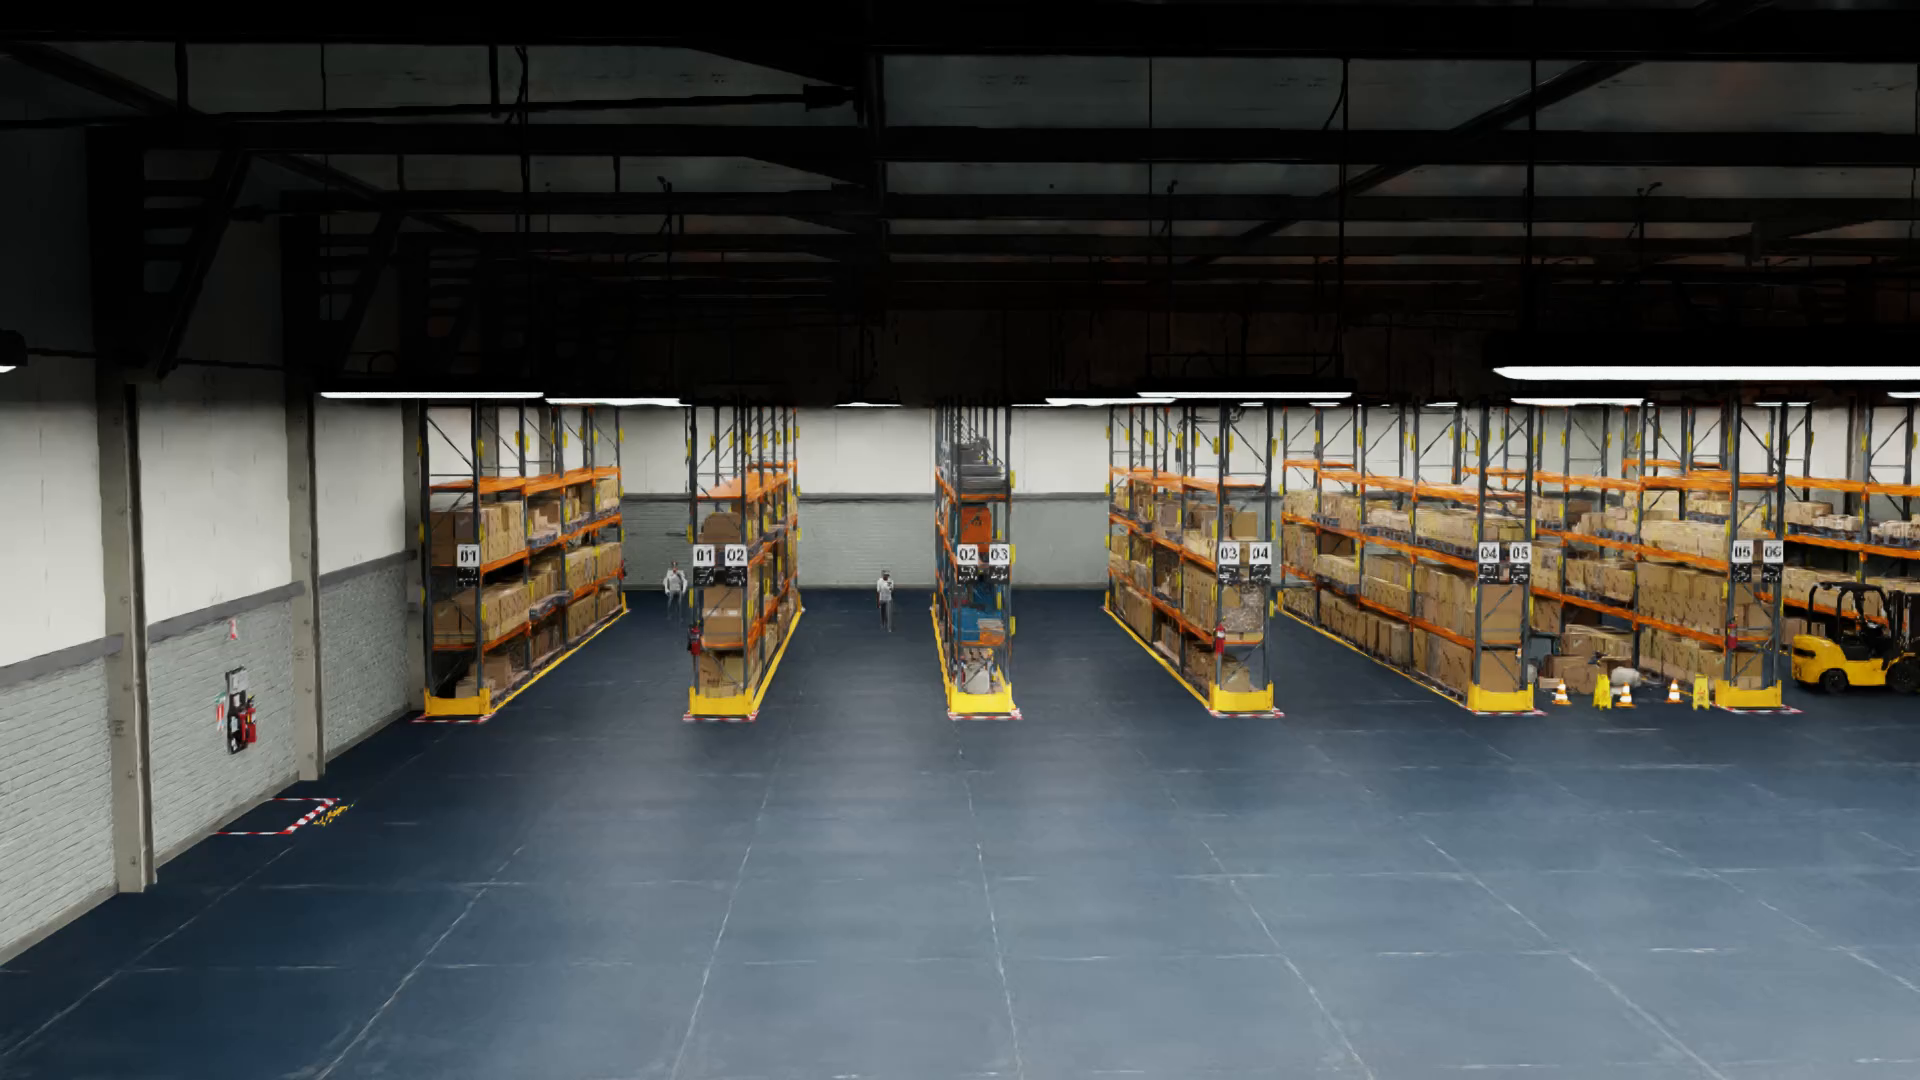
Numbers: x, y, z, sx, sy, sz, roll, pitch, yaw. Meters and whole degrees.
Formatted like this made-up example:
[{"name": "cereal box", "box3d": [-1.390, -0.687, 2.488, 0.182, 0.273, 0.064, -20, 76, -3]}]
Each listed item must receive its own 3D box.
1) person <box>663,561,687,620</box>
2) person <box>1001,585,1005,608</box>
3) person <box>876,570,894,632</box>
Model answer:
[{"name": "person", "box3d": [-7.722, 1.367, 45.117, 0.639, 1.632, 0.512, 0, 5, -5]}, {"name": "person", "box3d": [1.151, 1.084, 47.997, 0.572, 1.673, 1.109, 0, 5, -5]}, {"name": "person", "box3d": [-1.928, 1.539, 42.877, 0.456, 1.589, 1.088, 0, 4, 0]}]
